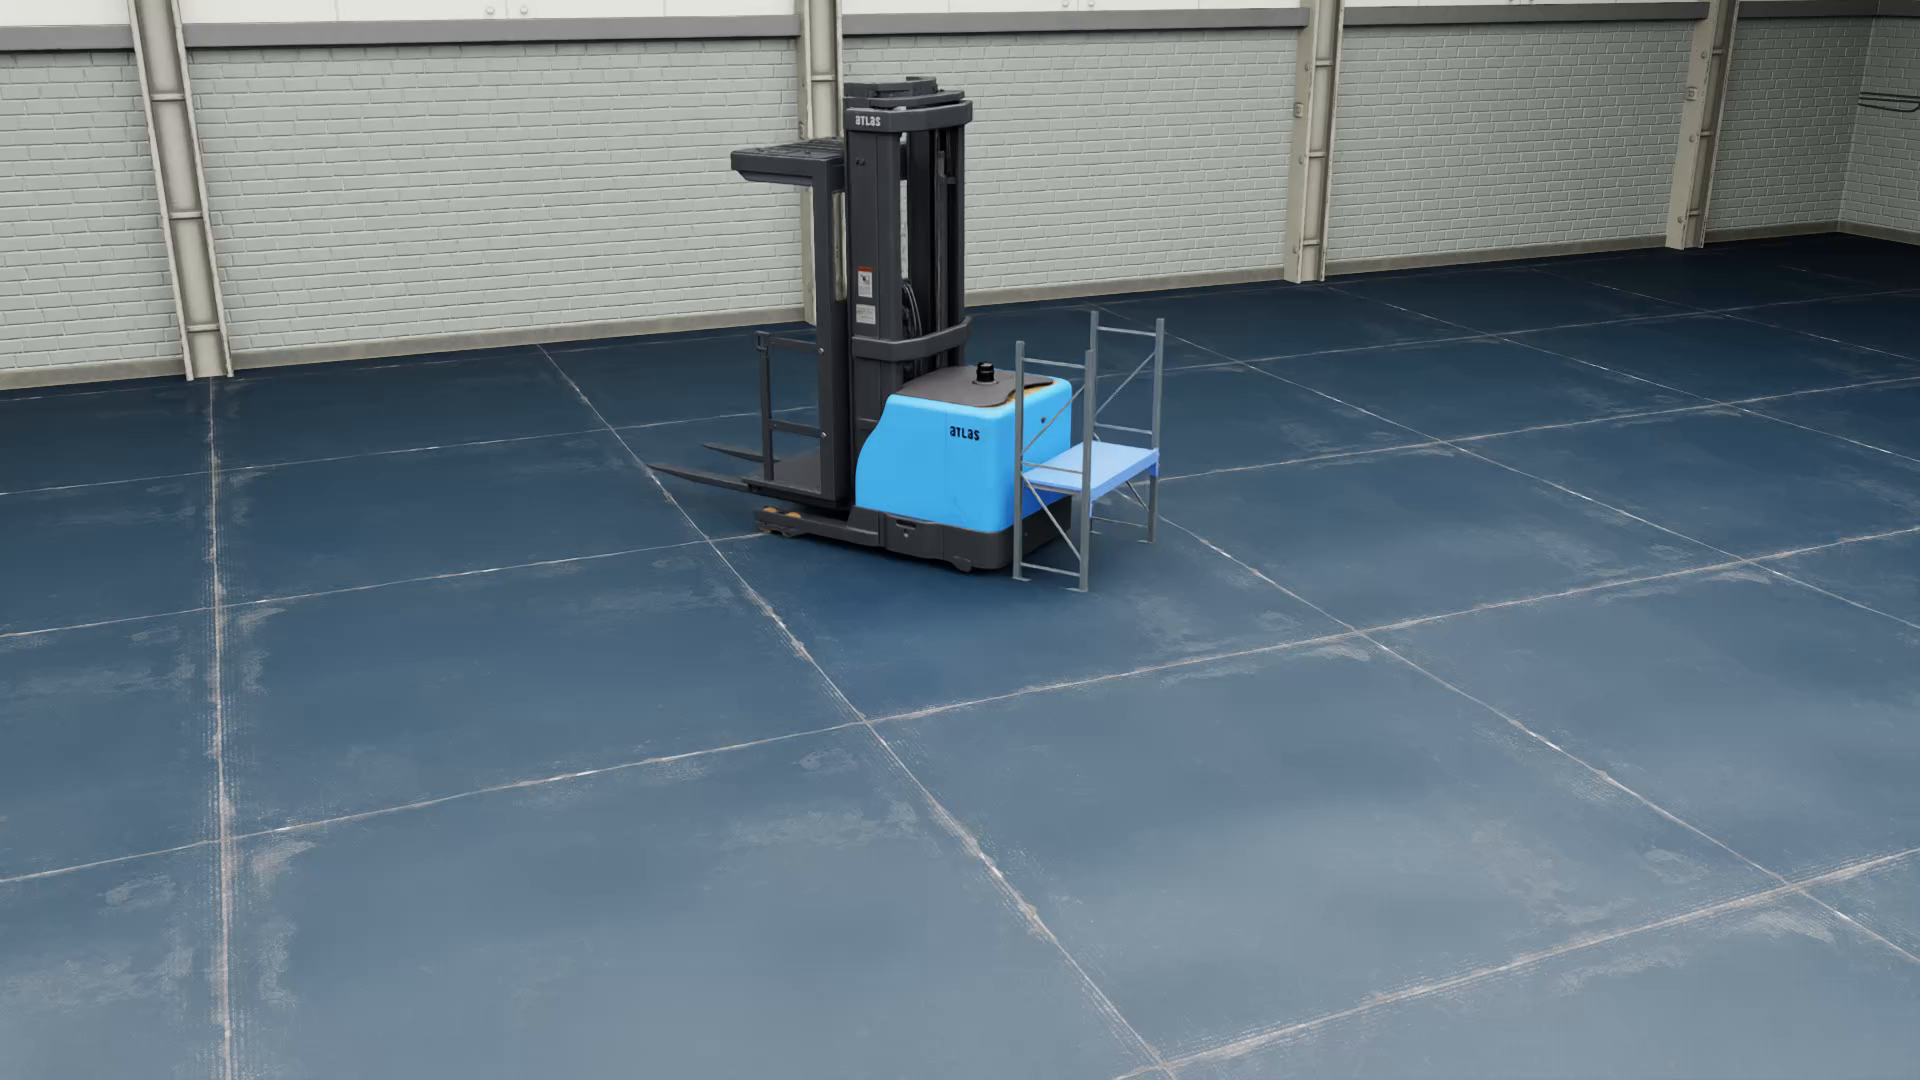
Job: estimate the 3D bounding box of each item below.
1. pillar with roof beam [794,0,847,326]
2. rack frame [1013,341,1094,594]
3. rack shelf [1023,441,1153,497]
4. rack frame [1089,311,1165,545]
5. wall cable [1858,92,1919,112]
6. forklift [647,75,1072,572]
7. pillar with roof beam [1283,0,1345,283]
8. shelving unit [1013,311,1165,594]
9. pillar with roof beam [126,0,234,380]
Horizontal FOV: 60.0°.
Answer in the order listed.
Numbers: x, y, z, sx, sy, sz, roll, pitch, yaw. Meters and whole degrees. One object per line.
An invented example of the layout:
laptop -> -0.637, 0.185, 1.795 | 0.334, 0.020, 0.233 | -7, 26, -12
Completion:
pillar with roof beam -> 0.292, -5.247, 12.374 | 0.400, 9.000, 9.100 | -8, 21, -22
rack frame -> 0.554, -0.427, 9.978 | 0.500, 1.500, 0.032 | 11, 22, 28
rack shelf -> 0.808, -0.450, 10.436 | 0.459, 0.062, 0.952 | 11, 22, 28
rack frame -> 1.063, -0.720, 10.808 | 0.500, 1.500, 0.032 | 11, 22, 28
wall cable -> 12.834, -6.658, 21.057 | 0.112, 2.526, 3.097 | -8, 21, -22
forklift -> -0.783, -1.534, 10.965 | 3.031, 2.935, 1.130 | 12, 23, 30
pillar with roof beam -> 5.802, -6.036, 14.615 | 0.400, 9.000, 9.100 | -8, 21, -22
shelving unit -> 0.808, -0.574, 10.393 | 0.500, 1.500, 1.048 | 11, 22, 28
pillar with roof beam -> -5.217, -4.457, 10.132 | 0.400, 9.000, 9.100 | -8, 21, -22
